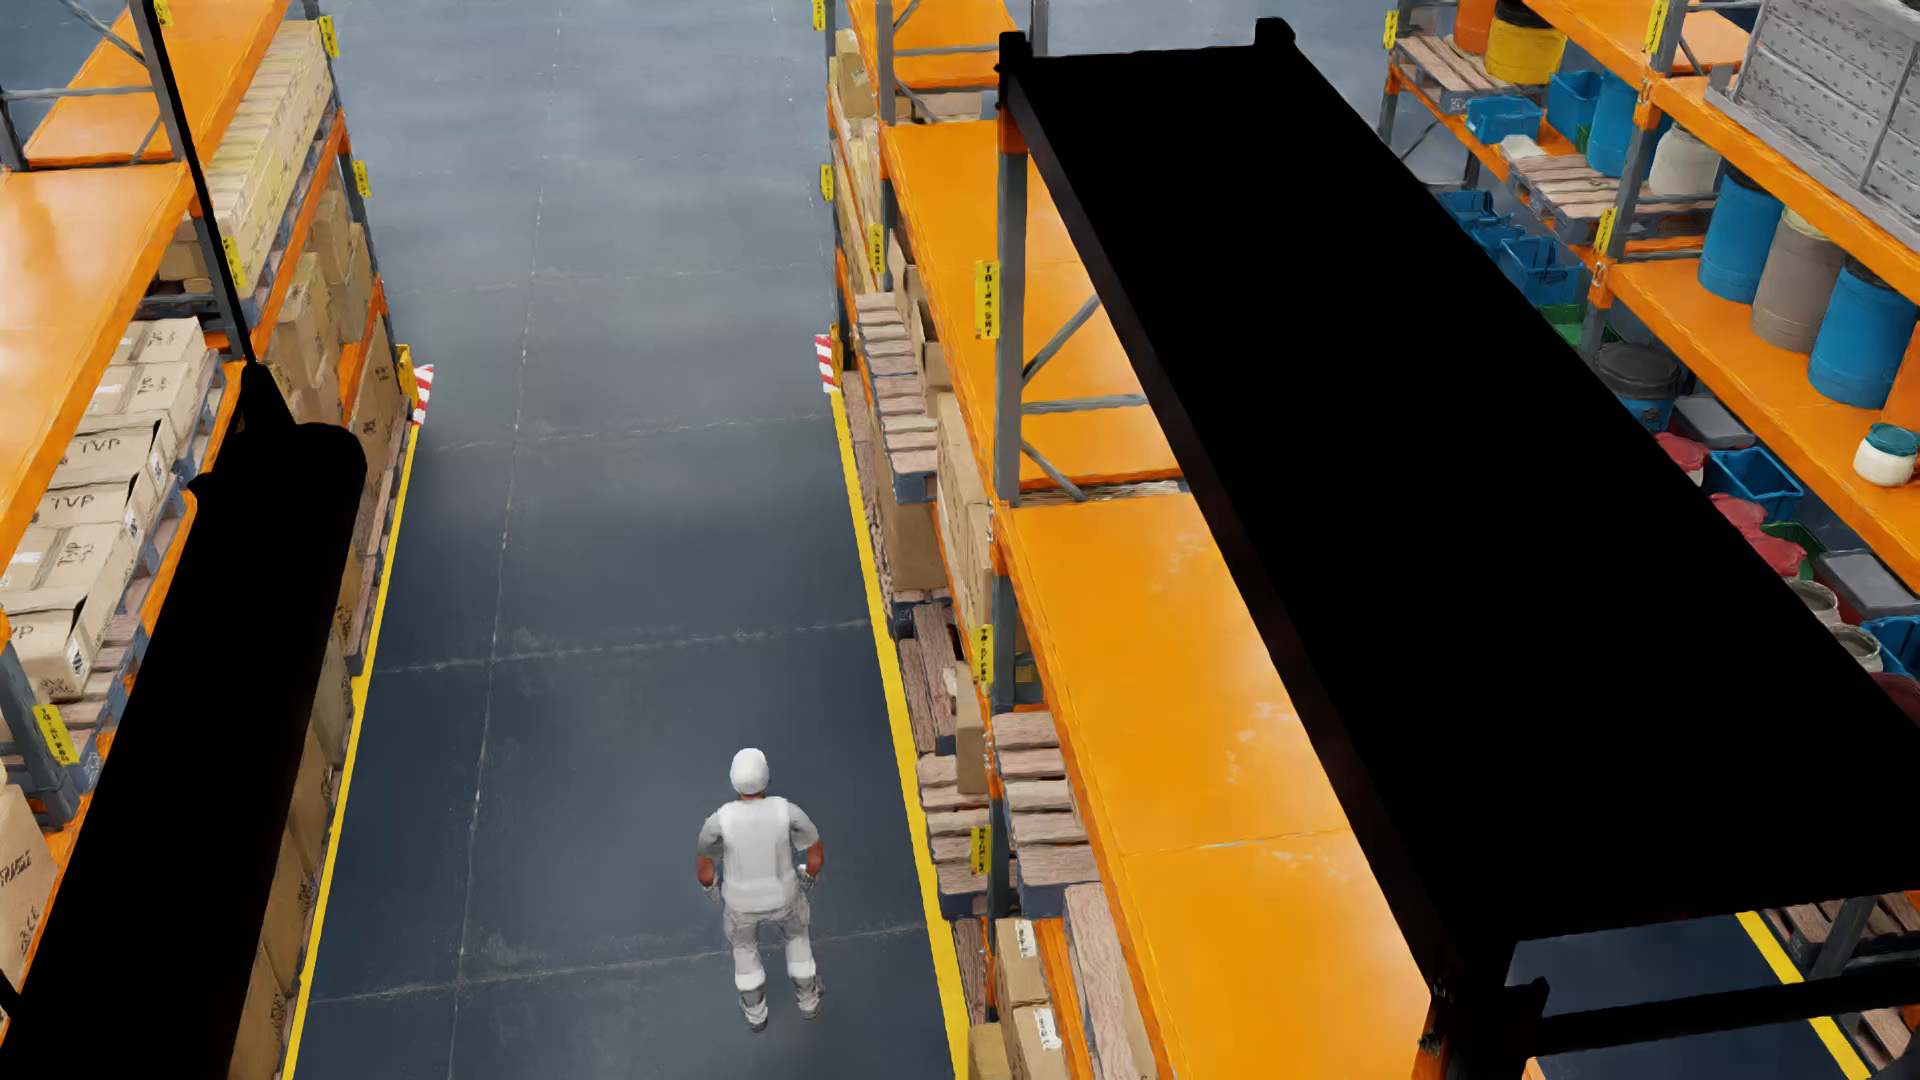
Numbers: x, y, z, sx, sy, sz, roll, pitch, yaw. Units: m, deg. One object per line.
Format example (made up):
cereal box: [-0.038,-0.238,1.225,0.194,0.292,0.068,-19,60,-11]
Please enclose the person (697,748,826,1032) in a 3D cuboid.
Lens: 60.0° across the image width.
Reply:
person: [-1.061,1.873,8.965,0.677,1.729,0.550,-6,37,-8]
